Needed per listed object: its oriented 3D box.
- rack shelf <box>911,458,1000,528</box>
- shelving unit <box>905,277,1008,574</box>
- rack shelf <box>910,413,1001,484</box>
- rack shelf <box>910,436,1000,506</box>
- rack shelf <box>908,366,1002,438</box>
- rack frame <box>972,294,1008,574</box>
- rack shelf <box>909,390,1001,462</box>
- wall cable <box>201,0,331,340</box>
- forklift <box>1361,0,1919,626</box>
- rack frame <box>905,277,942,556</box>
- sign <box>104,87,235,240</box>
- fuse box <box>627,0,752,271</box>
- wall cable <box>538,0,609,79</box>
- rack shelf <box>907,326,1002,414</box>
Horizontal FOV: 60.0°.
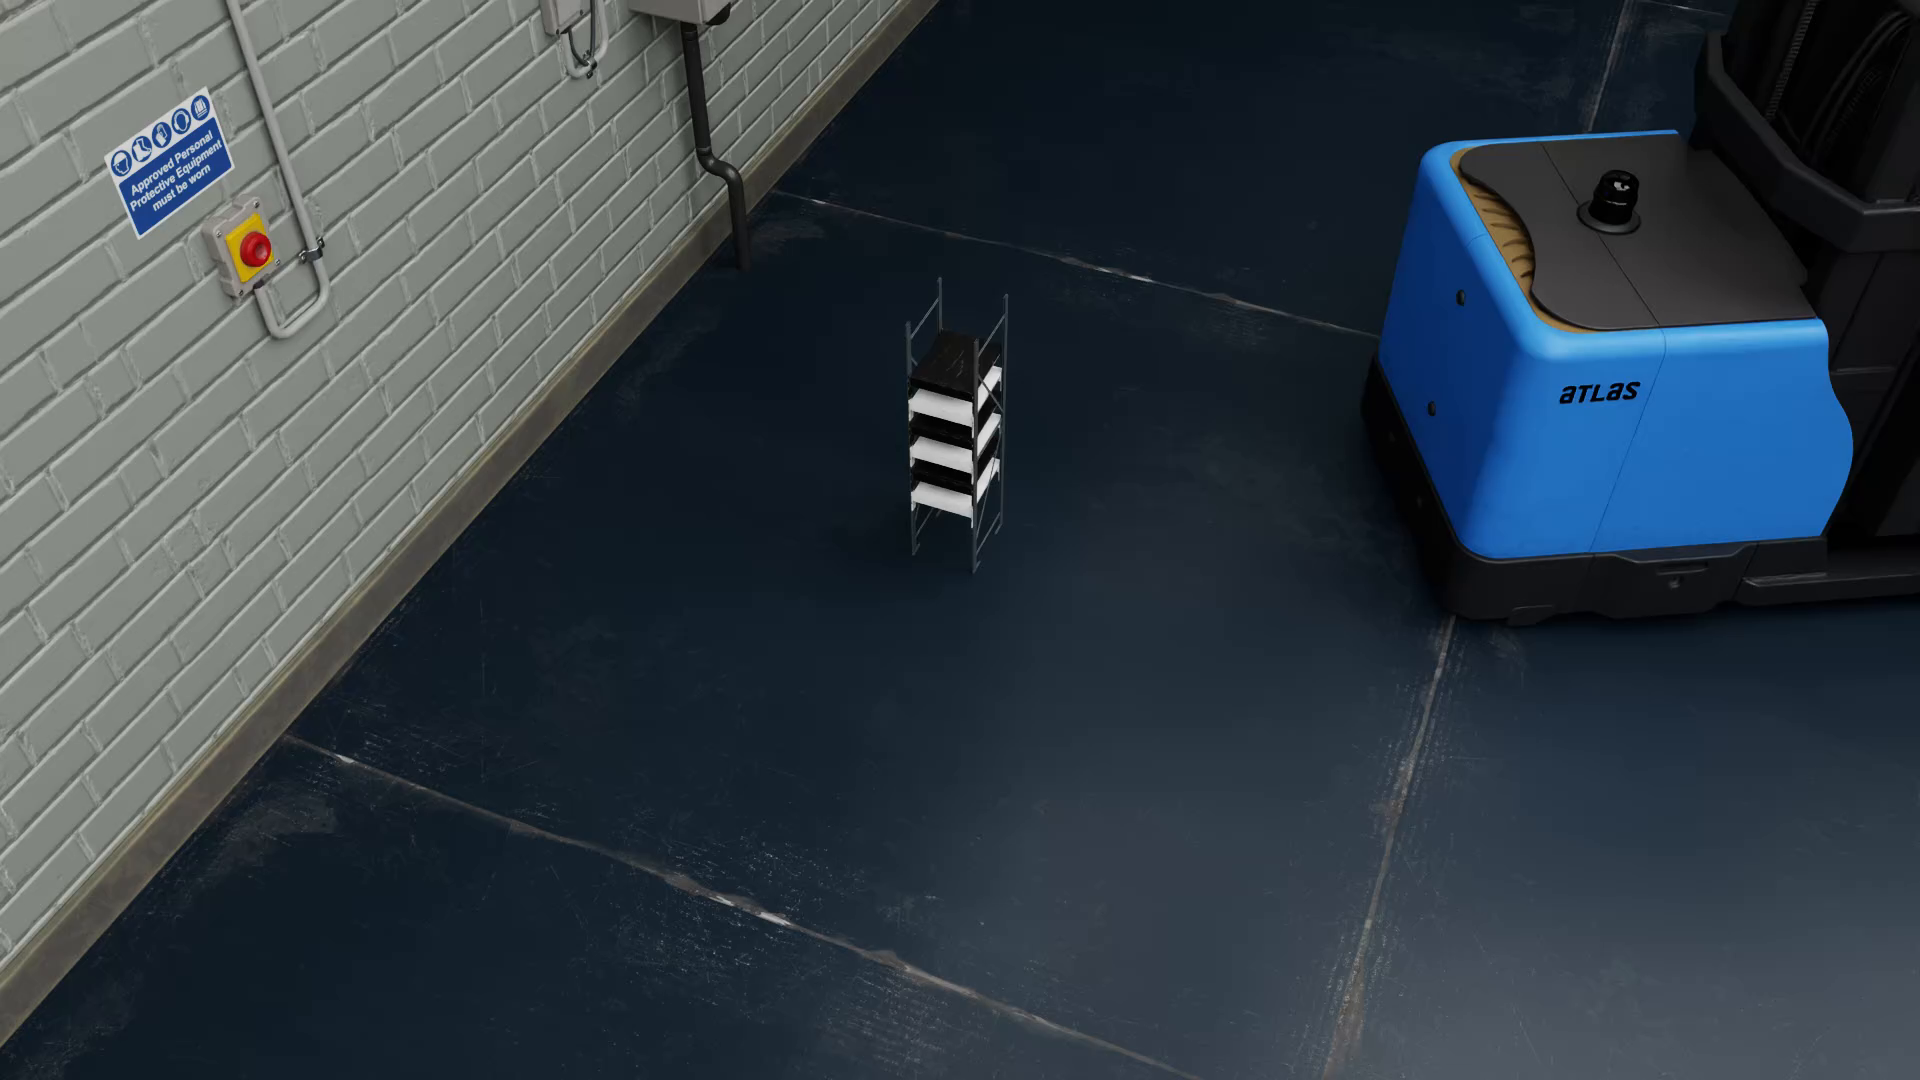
[{"bbox_3d":[-0.007,-0.170,5.085,0.200,0.077,0.258,16,47,16],"label":"rack shelf"},{"bbox_3d":[-0.007,-0.321,4.935,0.210,0.900,0.258,16,47,16],"label":"shelving unit"},{"bbox_3d":[-0.007,-0.298,4.958,0.200,0.077,0.258,16,47,16],"label":"rack shelf"},{"bbox_3d":[-0.007,-0.234,5.022,0.200,0.077,0.258,16,47,16],"label":"rack shelf"},{"bbox_3d":[-0.007,-0.425,4.831,0.200,0.077,0.258,16,47,16],"label":"rack shelf"},{"bbox_3d":[0.086,-0.294,4.907,0.006,0.900,0.240,16,47,16],"label":"rack frame"},{"bbox_3d":[-0.007,-0.361,4.895,0.200,0.077,0.258,16,47,16],"label":"rack shelf"},{"bbox_3d":[-1.724,-1.152,3.539,0.123,1.953,0.585,16,47,16],"label":"wall cable"},{"bbox_3d":[2.894,-1.221,4.399,3.031,2.935,1.130,-4,45,-4],"label":"forklift"},{"bbox_3d":[-0.101,-0.349,4.963,0.006,0.900,0.240,16,47,16],"label":"rack frame"},{"bbox_3d":[-1.799,-0.862,3.798,0.001,0.218,0.327,16,47,16],"label":"sign"},{"bbox_3d":[-0.781,-1.652,5.697,0.414,1.711,0.539,16,47,16],"label":"fuse box"},{"bbox_3d":[-1.189,-2.068,4.481,0.122,1.984,0.588,16,47,16],"label":"wall cable"},{"bbox_3d":[-0.007,-0.489,4.768,0.200,0.077,0.258,16,47,16],"label":"rack shelf"}]
